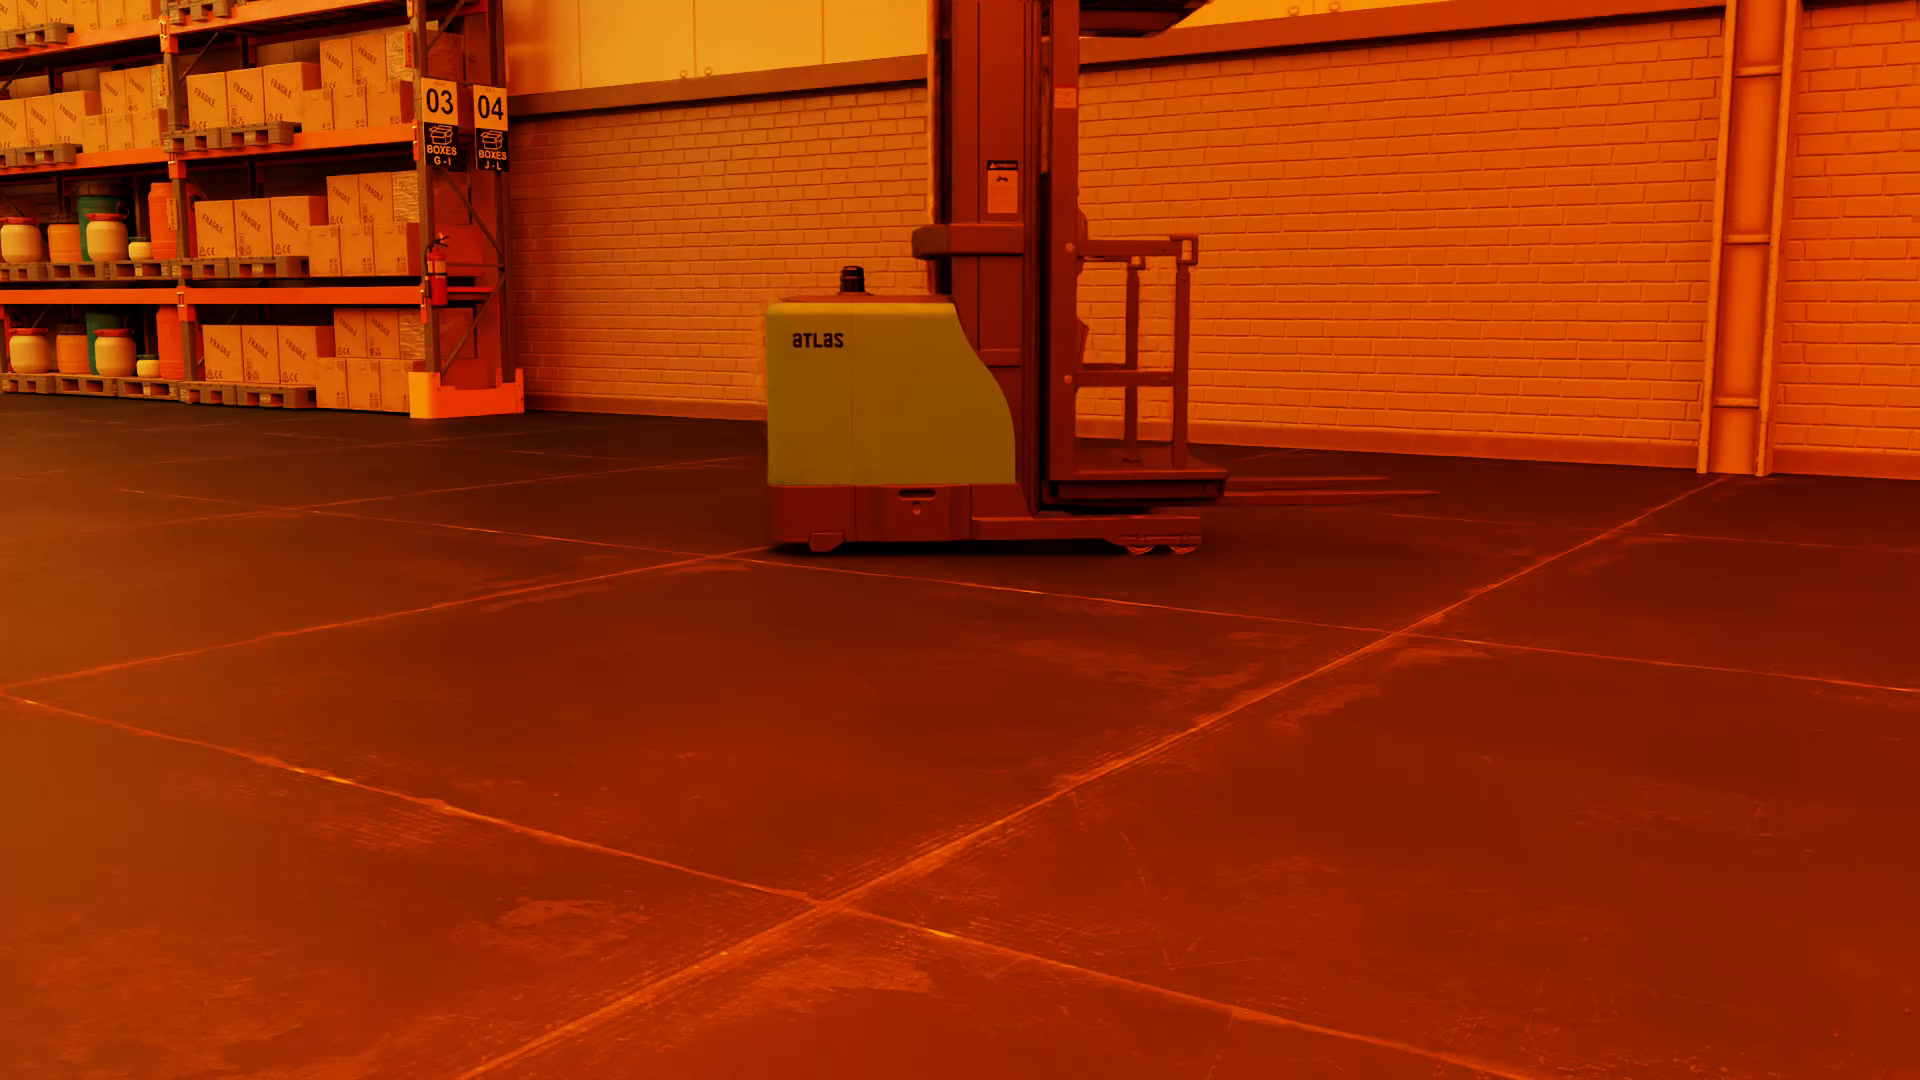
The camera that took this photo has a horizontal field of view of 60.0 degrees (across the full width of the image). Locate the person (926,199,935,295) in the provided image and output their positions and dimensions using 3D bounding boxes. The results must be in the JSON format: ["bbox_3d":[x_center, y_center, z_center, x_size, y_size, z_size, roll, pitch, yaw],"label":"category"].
[{"bbox_3d":[-0.025,-1.358,10.825,0.389,1.782,0.547,-1,8,-10],"label":"person"}]

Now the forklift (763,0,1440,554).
[{"bbox_3d":[0.629,-1.464,7.488,3.031,2.935,1.130,-1,8,-6],"label":"forklift"}]
